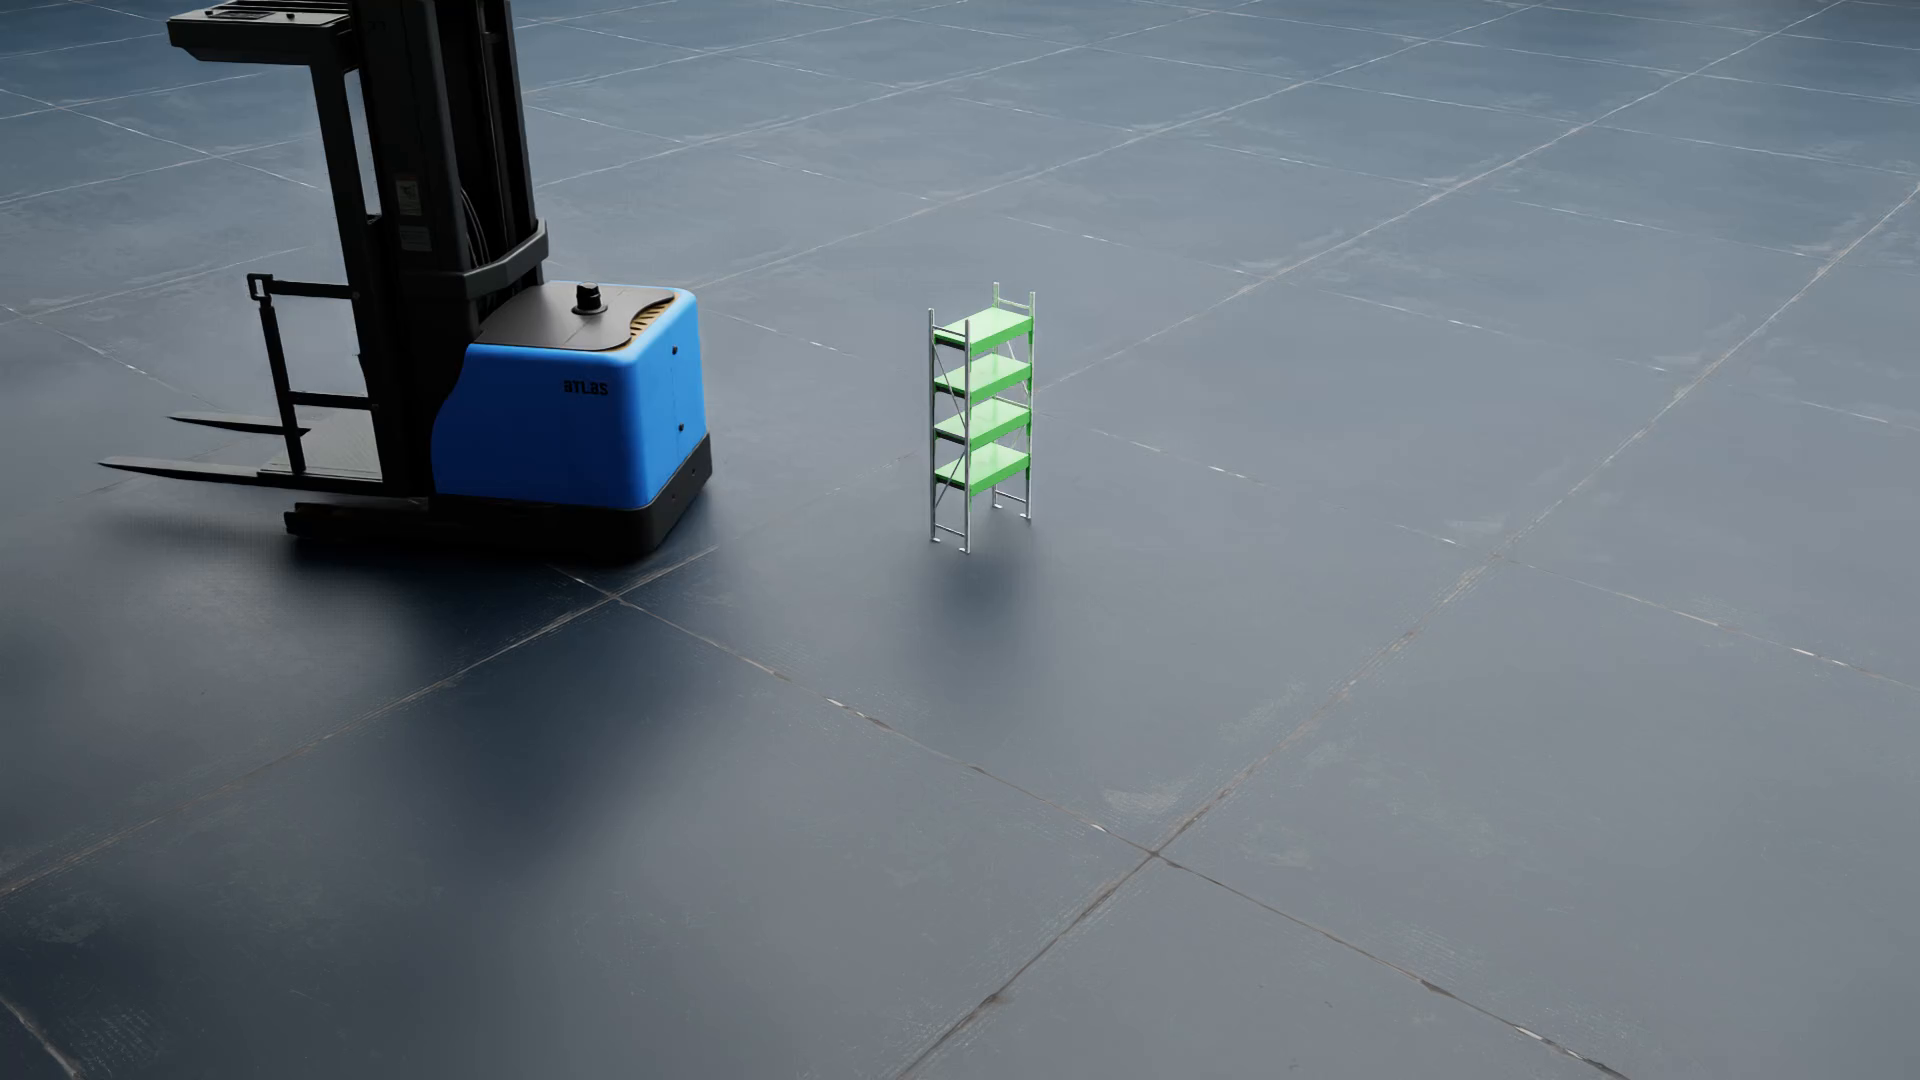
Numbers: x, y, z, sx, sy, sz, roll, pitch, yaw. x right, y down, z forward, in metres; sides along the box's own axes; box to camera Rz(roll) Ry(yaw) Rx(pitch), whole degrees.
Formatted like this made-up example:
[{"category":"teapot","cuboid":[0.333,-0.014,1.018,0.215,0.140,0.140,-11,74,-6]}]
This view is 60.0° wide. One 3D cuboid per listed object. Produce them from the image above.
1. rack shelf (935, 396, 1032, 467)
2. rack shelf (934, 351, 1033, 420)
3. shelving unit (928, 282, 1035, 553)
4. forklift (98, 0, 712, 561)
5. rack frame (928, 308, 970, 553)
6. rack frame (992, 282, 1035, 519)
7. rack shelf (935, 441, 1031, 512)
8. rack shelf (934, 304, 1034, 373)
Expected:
[{"category":"rack shelf","cuboid":[0.105,-0.535,8.117,0.258,0.148,0.480,21,34,34]},{"category":"rack shelf","cuboid":[0.105,-0.748,8.007,0.258,0.148,0.480,21,34,34]},{"category":"shelving unit","cuboid":[0.105,-0.592,8.088,0.258,1.200,0.503,21,34,34]},{"category":"forklift","cuboid":[-2.875,-1.521,8.000,3.031,2.935,1.130,5,28,9]},{"category":"rack frame","cuboid":[-0.050,-0.505,7.921,0.240,1.200,0.015,21,34,34]},{"category":"rack frame","cuboid":[0.260,-0.678,8.255,0.240,1.200,0.015,21,34,34]},{"category":"rack shelf","cuboid":[0.105,-0.322,8.227,0.258,0.148,0.480,21,34,34]},{"category":"rack shelf","cuboid":[0.105,-0.961,7.897,0.258,0.148,0.480,21,34,34]}]
